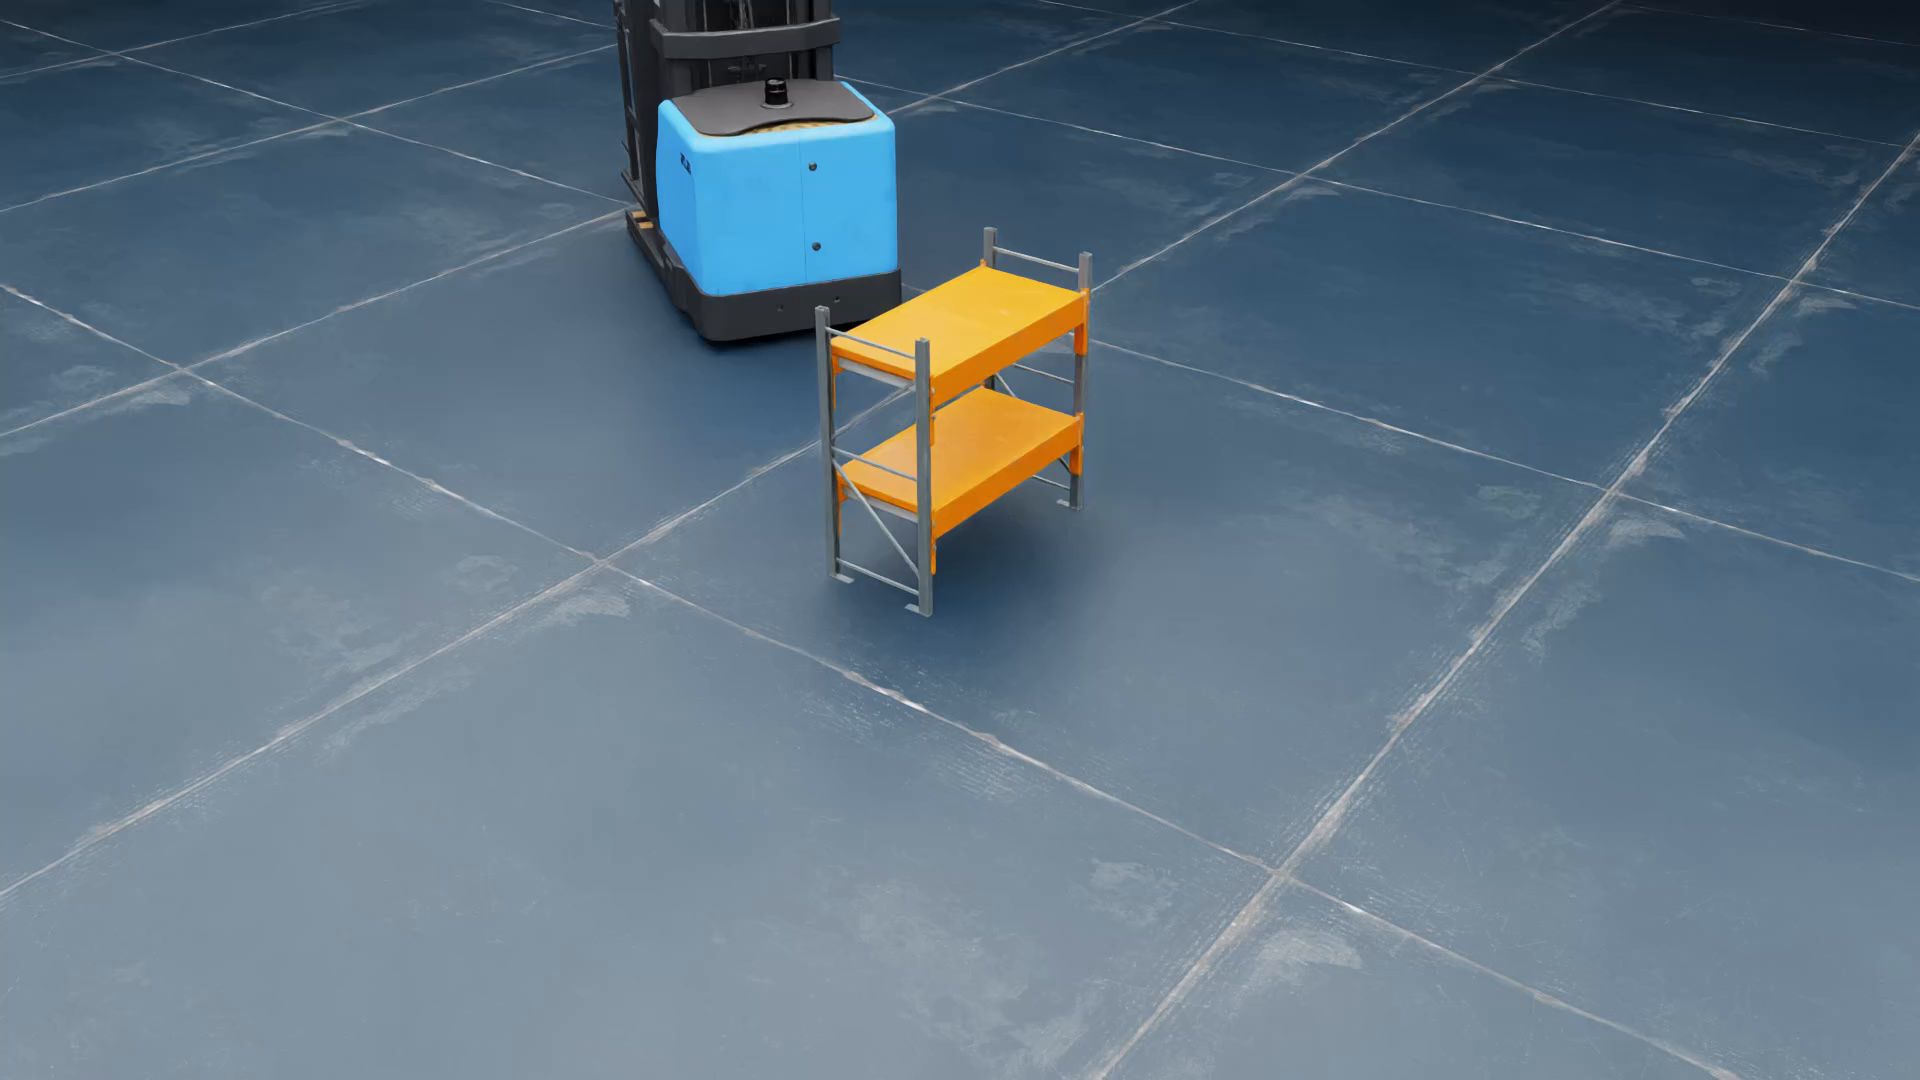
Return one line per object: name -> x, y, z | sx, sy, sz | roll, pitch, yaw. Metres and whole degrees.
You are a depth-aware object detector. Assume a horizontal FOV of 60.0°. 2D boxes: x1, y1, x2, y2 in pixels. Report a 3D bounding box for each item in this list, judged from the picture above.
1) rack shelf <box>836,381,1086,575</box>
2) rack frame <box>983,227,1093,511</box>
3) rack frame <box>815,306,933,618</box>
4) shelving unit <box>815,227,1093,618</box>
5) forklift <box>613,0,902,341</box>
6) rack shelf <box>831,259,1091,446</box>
rack shelf -> -0.004, -0.271, 6.583 | 0.538, 0.278, 1.000 | 21, 37, 31
rack frame -> 0.303, -0.688, 6.807 | 0.500, 1.125, 0.032 | 21, 37, 31
rack frame -> -0.311, -0.275, 6.110 | 0.500, 1.125, 0.032 | 21, 37, 31
shelving unit -> -0.004, -0.481, 6.459 | 0.538, 1.125, 1.048 | 21, 37, 31
forklift -> -1.304, -2.988, 8.917 | 1.130, 2.935, 3.031 | -11, 32, -18
rack shelf -> -0.004, -0.733, 6.309 | 0.538, 0.278, 1.000 | 21, 37, 31
